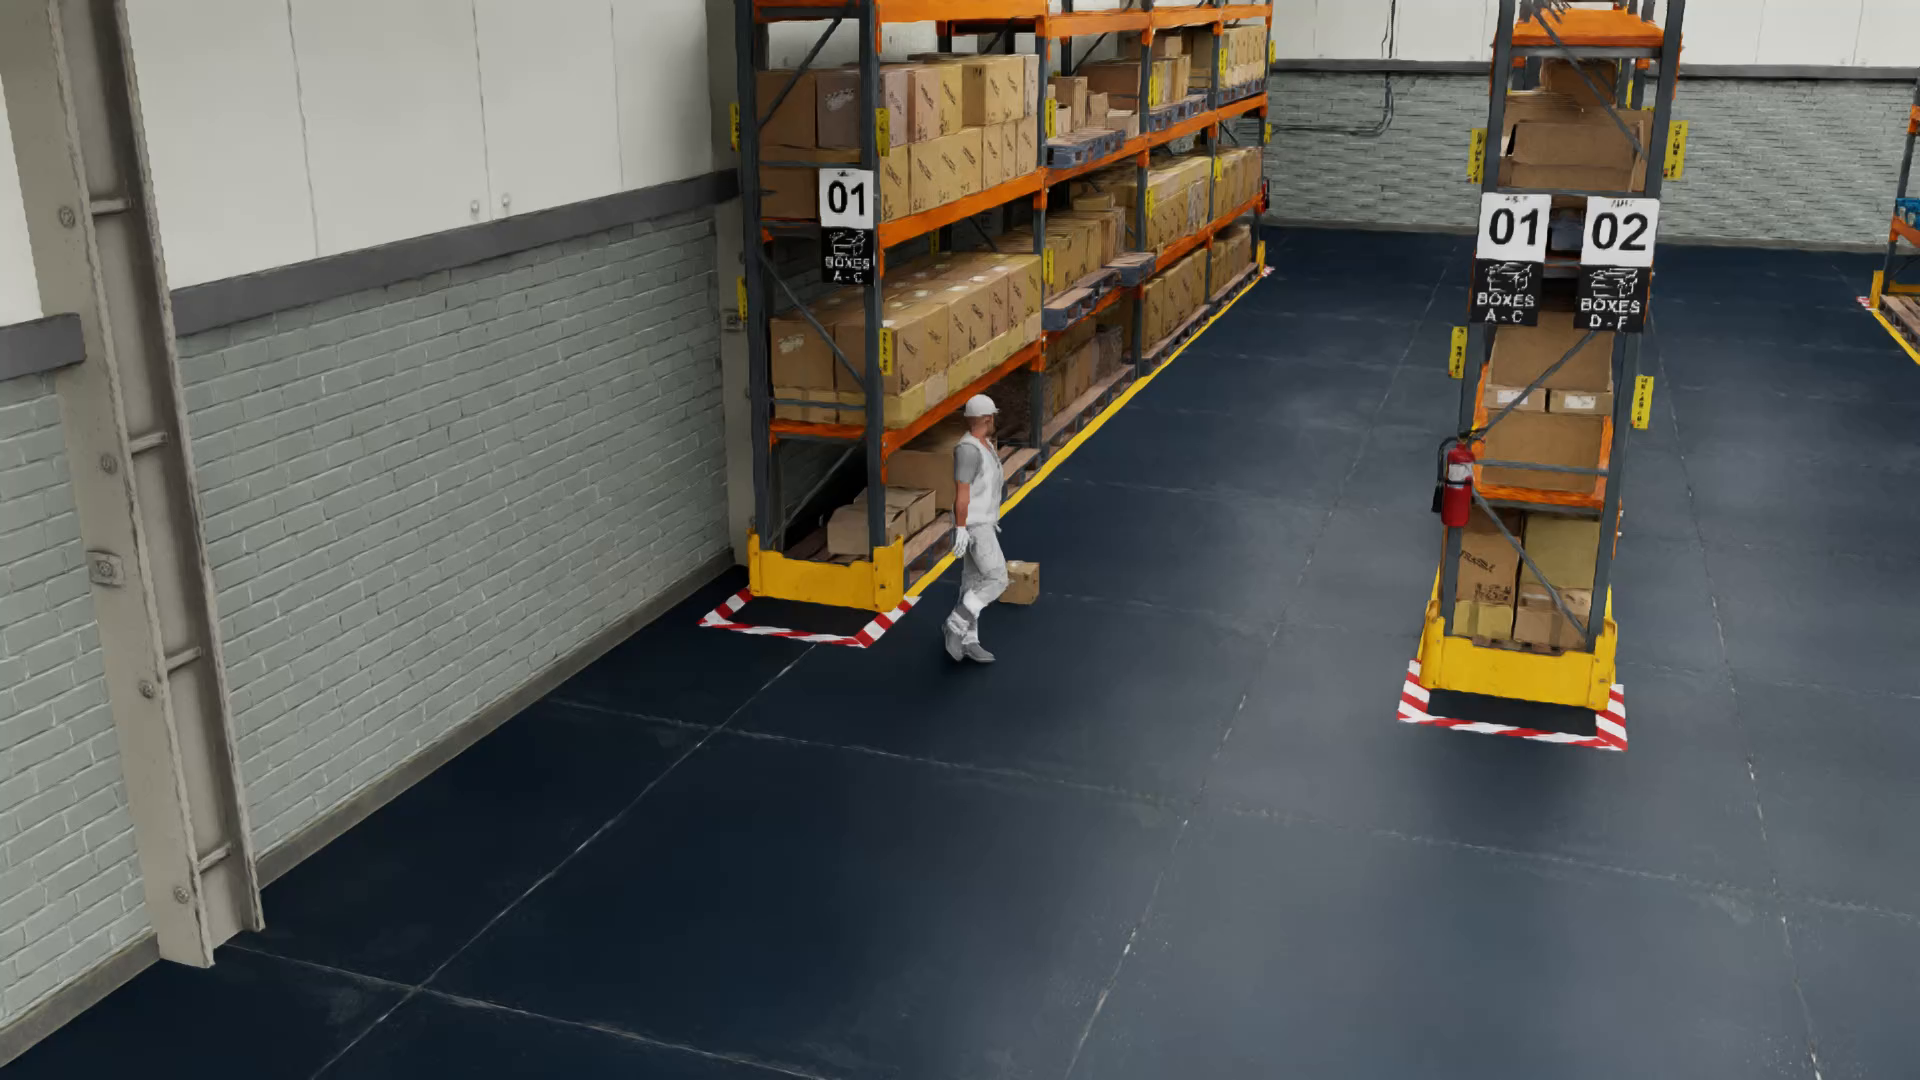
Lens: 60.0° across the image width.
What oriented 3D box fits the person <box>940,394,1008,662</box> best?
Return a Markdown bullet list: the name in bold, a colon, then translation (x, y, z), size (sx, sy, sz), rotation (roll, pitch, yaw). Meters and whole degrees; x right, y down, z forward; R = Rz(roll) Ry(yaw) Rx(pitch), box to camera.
- **person**: translation (0.141, -0.069, 11.200), size (0.453, 1.774, 0.729), rotation (5, 19, 15)
